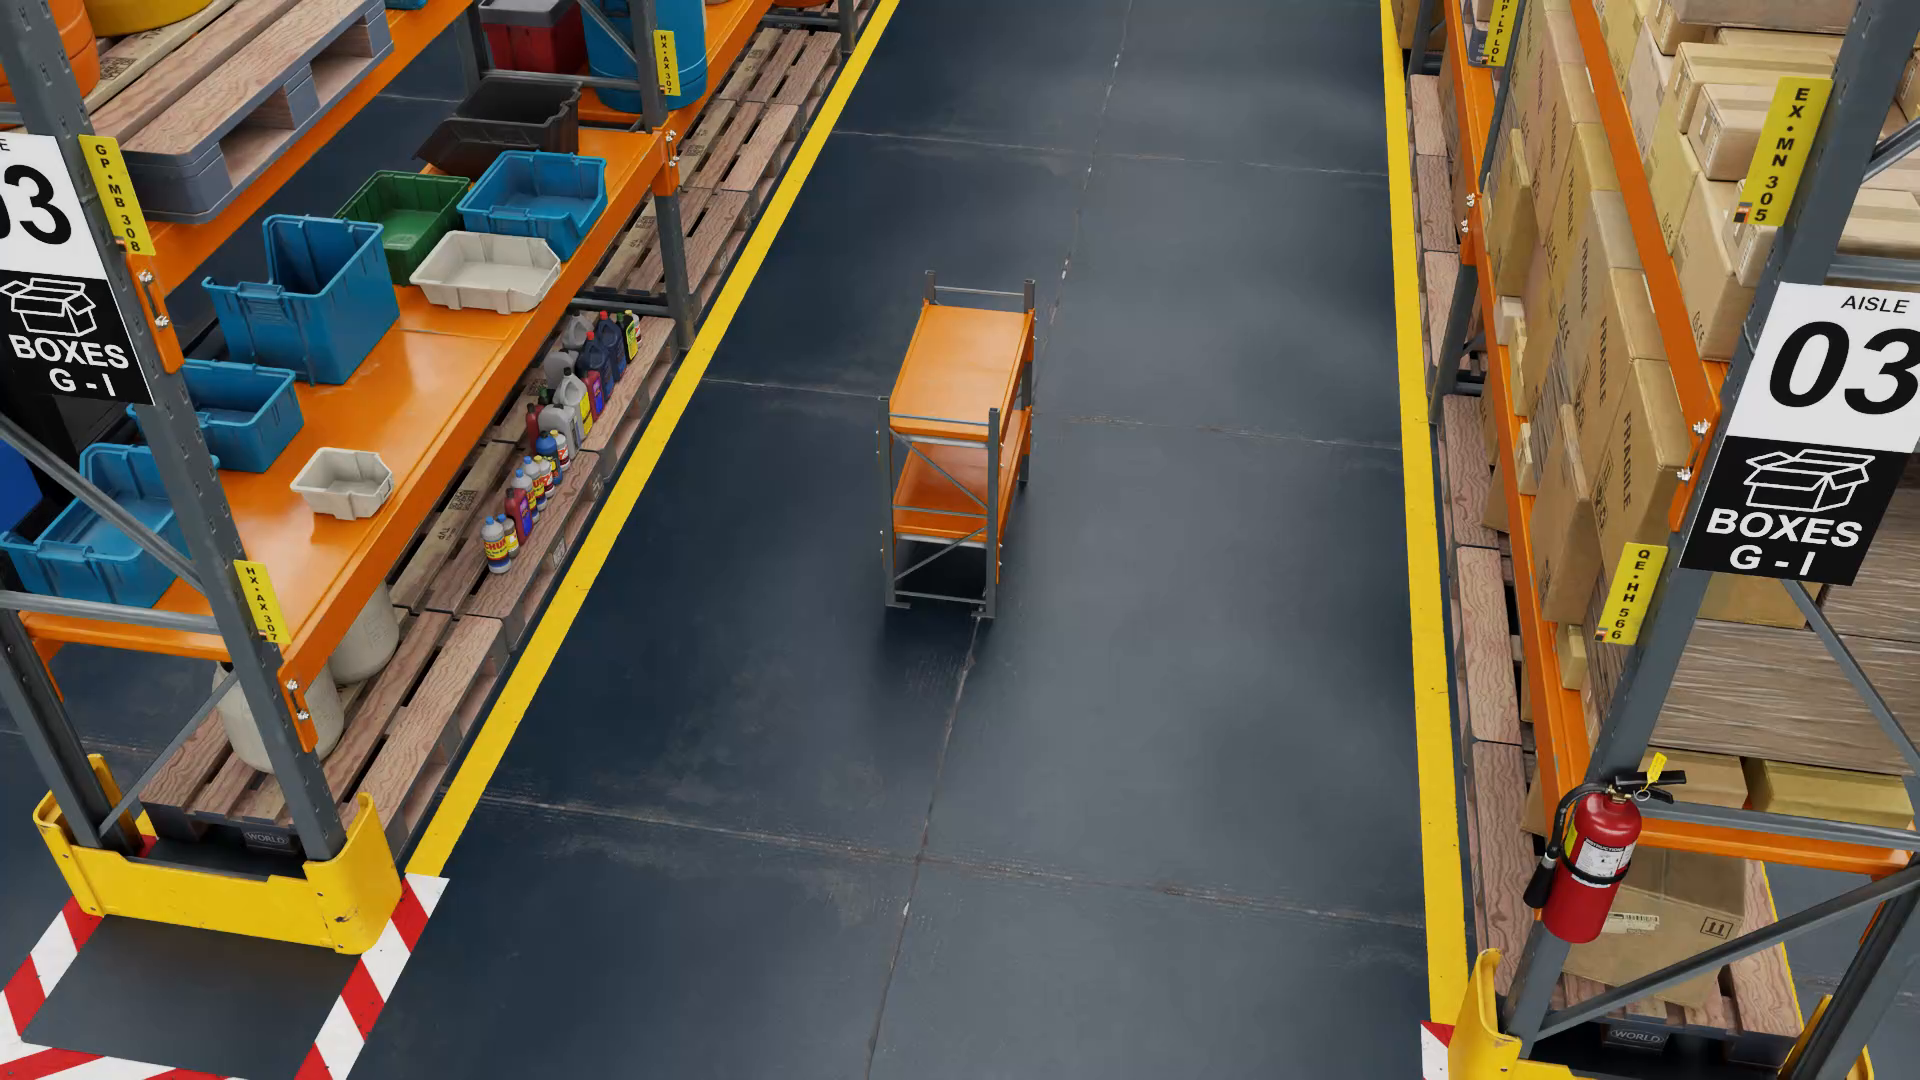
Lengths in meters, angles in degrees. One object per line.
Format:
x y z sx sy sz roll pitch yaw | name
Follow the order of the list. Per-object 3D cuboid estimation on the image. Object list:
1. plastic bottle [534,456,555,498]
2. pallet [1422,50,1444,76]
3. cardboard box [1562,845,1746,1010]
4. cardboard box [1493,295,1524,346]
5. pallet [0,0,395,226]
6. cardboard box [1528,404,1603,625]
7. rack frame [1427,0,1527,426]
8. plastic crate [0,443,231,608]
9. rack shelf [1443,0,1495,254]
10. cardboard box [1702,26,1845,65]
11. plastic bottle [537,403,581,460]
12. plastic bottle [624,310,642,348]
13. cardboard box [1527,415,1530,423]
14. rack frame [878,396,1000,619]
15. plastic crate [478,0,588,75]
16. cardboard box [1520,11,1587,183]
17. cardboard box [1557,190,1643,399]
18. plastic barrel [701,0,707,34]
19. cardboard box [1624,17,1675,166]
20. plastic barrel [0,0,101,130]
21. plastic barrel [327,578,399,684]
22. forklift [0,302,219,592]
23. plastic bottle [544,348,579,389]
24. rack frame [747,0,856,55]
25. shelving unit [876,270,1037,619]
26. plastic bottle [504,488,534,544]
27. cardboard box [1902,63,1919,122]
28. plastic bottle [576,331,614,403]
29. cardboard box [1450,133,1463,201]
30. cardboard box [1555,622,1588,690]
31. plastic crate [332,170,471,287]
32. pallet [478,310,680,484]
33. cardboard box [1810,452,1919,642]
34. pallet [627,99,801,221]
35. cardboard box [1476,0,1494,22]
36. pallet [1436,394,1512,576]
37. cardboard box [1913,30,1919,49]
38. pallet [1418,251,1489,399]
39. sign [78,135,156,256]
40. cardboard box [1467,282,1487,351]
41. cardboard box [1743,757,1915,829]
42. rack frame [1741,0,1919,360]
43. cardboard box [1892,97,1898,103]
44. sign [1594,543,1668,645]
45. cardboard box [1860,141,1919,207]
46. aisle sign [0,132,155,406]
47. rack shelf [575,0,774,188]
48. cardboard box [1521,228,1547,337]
-1.941 -0.301 7.707 0.097 0.201 0.097 0 40 0 | plastic bottle
3.818 -3.652 12.099 1.003 0.211 1.213 6 40 8 | pallet
2.347 1.192 5.684 0.500 0.500 0.500 14 41 16 | cardboard box
2.392 -0.906 6.786 0.380 0.149 0.250 6 40 8 | cardboard box
-2.416 -1.358 4.929 1.003 0.211 1.213 6 40 8 | pallet
2.313 -0.042 5.232 0.875 0.500 0.500 6 40 8 | cardboard box
2.915 -1.730 7.586 1.000 3.000 0.127 6 40 8 | rack frame
-2.863 -0.056 5.677 0.499 0.251 0.616 6 40 8 | plastic crate
3.261 -2.708 9.333 1.077 0.370 4.000 6 40 8 | rack shelf
2.249 -1.316 4.536 0.380 0.149 0.250 7 40 8 | cardboard box
-1.912 -0.536 7.933 0.152 0.276 0.135 7 40 8 | plastic bottle
-1.719 -1.105 8.681 0.097 0.201 0.097 0 40 0 | plastic bottle
2.337 -0.427 6.206 0.380 0.149 0.250 6 40 8 | cardboard box
-0.087 -0.119 7.108 0.500 1.125 0.032 6 40 8 | rack frame
-2.181 -2.639 8.634 0.402 0.464 0.583 6 40 8 | plastic crate
2.502 -1.700 6.453 0.500 0.500 0.500 6 40 8 | cardboard box
2.245 -0.759 5.314 0.500 0.500 0.500 6 40 8 | cardboard box
-1.582 -2.905 8.900 0.433 0.535 0.433 0 40 0 | plastic barrel
2.237 -1.283 4.808 0.500 0.250 0.500 7 40 9 | cardboard box
-2.696 -1.569 4.369 0.600 0.830 0.708 6 40 8 | plastic barrel
-2.530 0.295 6.759 0.421 0.512 0.421 0 40 0 | plastic barrel
-4.591 -1.432 7.278 1.130 2.935 3.031 8 40 9 | forklift
-1.974 -0.840 8.302 0.152 0.276 0.135 6 40 8 | plastic bottle
-1.271 -4.787 11.282 1.000 3.000 0.127 6 40 8 | rack frame
0.001 -0.438 7.494 0.538 1.125 1.048 6 40 8 | shelving unit
-1.978 -0.132 7.439 0.061 0.283 0.133 7 40 8 | plastic bottle
2.678 -1.106 4.282 0.380 0.149 0.250 8 40 9 | cardboard box
-1.824 -0.869 8.277 0.144 0.351 0.185 5 40 5 | plastic bottle
3.336 -2.318 9.913 0.700 0.500 0.500 10 41 11 | cardboard box
2.105 0.356 5.260 0.380 0.149 0.250 6 40 8 | cardboard box
-2.476 -1.374 7.321 0.450 0.188 0.662 6 40 8 | plastic crate
-2.120 -0.785 8.630 1.003 0.211 1.213 6 40 8 | pallet
2.586 -0.074 4.485 0.500 0.500 0.500 6 40 8 | cardboard box
-1.657 -2.467 10.665 1.003 0.211 1.213 6 40 8 | pallet
3.124 -3.030 8.747 0.797 0.503 0.637 10 41 12 | cardboard box
2.834 -0.230 7.960 1.003 0.211 1.213 6 40 8 | pallet
2.746 -1.624 4.398 0.500 0.500 0.500 6 40 7 | cardboard box
3.048 -1.144 9.065 1.003 0.211 1.213 6 40 8 | pallet
-2.114 -0.862 4.175 0.100 0.325 0.005 6 40 8 | sign
3.042 -1.319 8.705 0.700 0.500 0.500 4 40 4 | cardboard box
2.507 0.724 4.814 0.380 0.149 0.250 6 40 8 | cardboard box
2.223 -1.532 2.638 1.000 3.000 0.127 6 40 8 | rack frame
2.734 -1.227 4.740 0.500 0.250 0.500 6 40 8 | cardboard box
1.680 0.138 4.169 0.100 0.325 0.005 6 40 8 | sign
2.124 -0.831 3.949 0.380 0.149 0.250 5 40 6 | cardboard box
-2.379 -0.691 4.288 0.394 0.787 0.004 6 40 8 | aisle sign
-1.617 -3.254 9.994 1.077 0.370 4.000 6 40 8 | rack shelf
2.668 -0.973 6.358 0.875 0.500 0.500 6 40 8 | cardboard box
